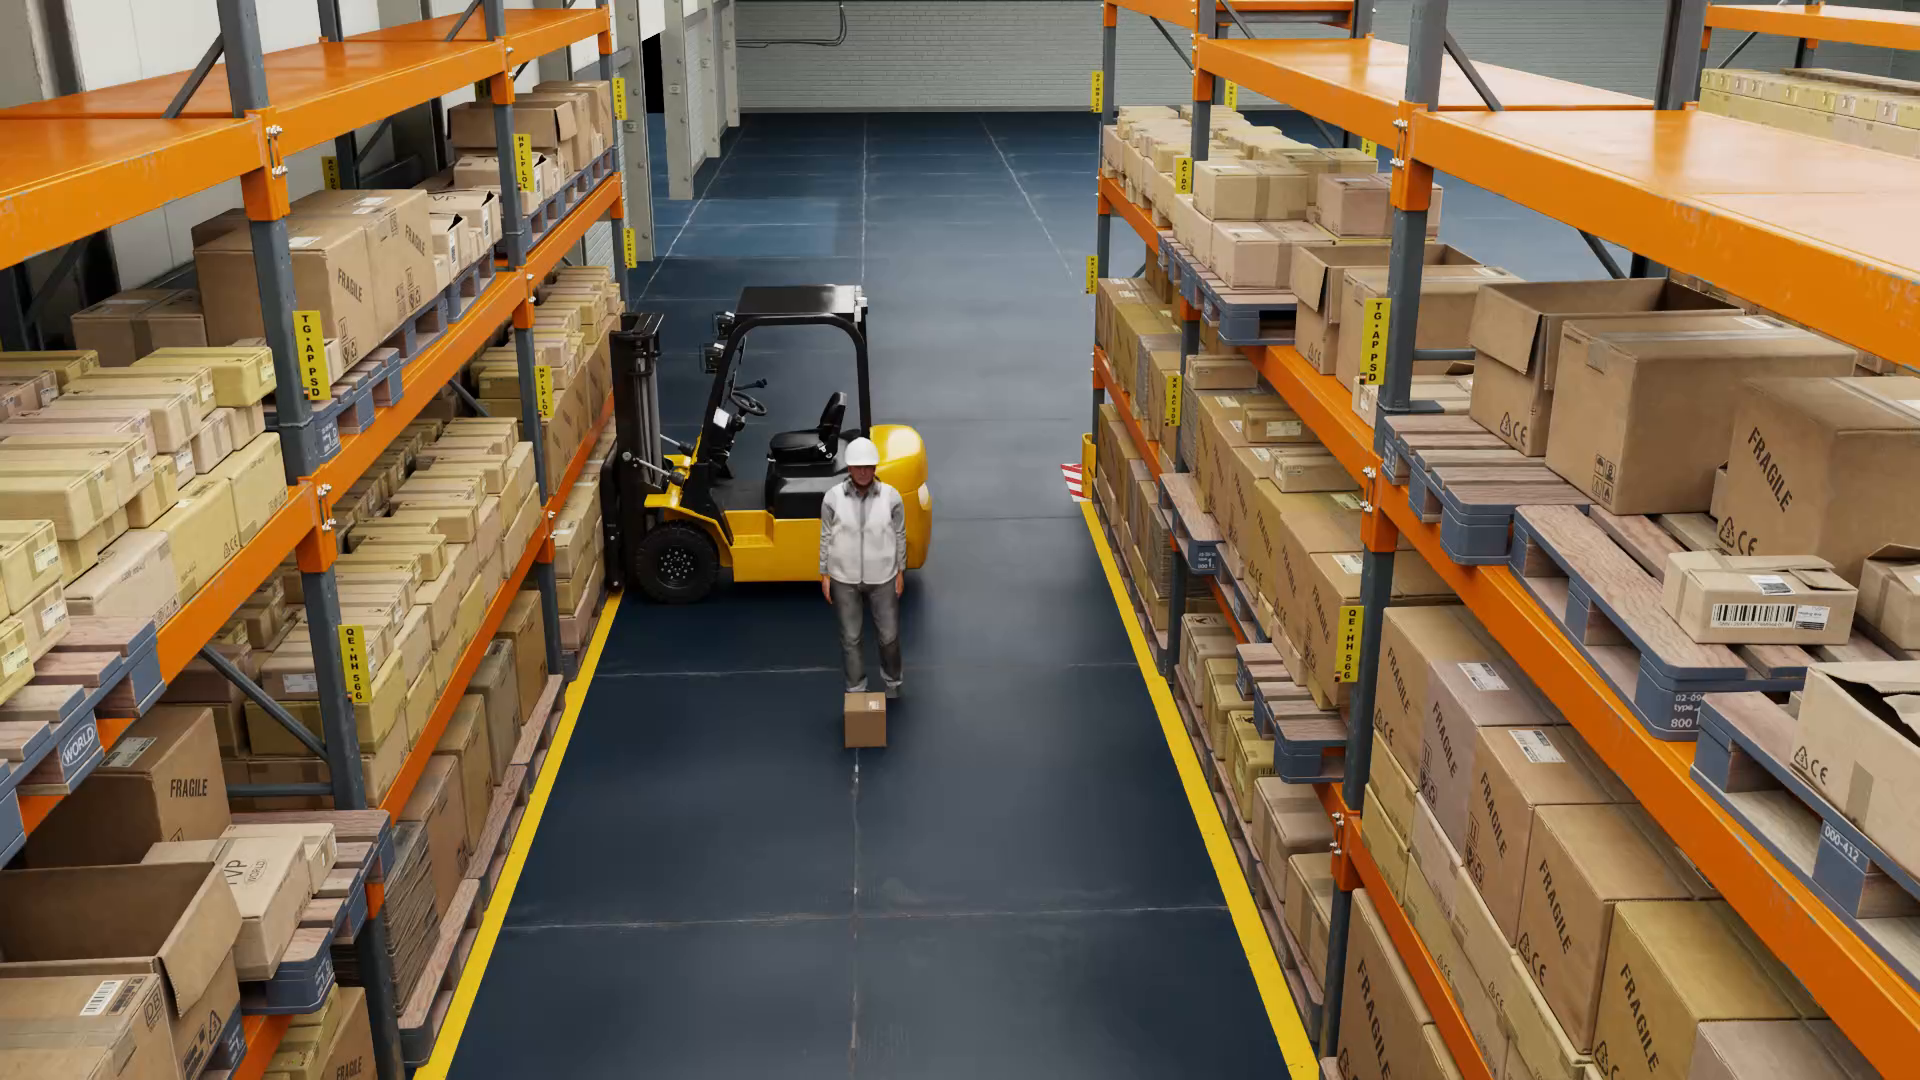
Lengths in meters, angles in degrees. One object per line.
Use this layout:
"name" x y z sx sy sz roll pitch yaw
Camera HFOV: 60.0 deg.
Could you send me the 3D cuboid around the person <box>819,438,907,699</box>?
"person" -0.606 0.267 10.434 0.556 1.858 0.484 -1 20 -3
